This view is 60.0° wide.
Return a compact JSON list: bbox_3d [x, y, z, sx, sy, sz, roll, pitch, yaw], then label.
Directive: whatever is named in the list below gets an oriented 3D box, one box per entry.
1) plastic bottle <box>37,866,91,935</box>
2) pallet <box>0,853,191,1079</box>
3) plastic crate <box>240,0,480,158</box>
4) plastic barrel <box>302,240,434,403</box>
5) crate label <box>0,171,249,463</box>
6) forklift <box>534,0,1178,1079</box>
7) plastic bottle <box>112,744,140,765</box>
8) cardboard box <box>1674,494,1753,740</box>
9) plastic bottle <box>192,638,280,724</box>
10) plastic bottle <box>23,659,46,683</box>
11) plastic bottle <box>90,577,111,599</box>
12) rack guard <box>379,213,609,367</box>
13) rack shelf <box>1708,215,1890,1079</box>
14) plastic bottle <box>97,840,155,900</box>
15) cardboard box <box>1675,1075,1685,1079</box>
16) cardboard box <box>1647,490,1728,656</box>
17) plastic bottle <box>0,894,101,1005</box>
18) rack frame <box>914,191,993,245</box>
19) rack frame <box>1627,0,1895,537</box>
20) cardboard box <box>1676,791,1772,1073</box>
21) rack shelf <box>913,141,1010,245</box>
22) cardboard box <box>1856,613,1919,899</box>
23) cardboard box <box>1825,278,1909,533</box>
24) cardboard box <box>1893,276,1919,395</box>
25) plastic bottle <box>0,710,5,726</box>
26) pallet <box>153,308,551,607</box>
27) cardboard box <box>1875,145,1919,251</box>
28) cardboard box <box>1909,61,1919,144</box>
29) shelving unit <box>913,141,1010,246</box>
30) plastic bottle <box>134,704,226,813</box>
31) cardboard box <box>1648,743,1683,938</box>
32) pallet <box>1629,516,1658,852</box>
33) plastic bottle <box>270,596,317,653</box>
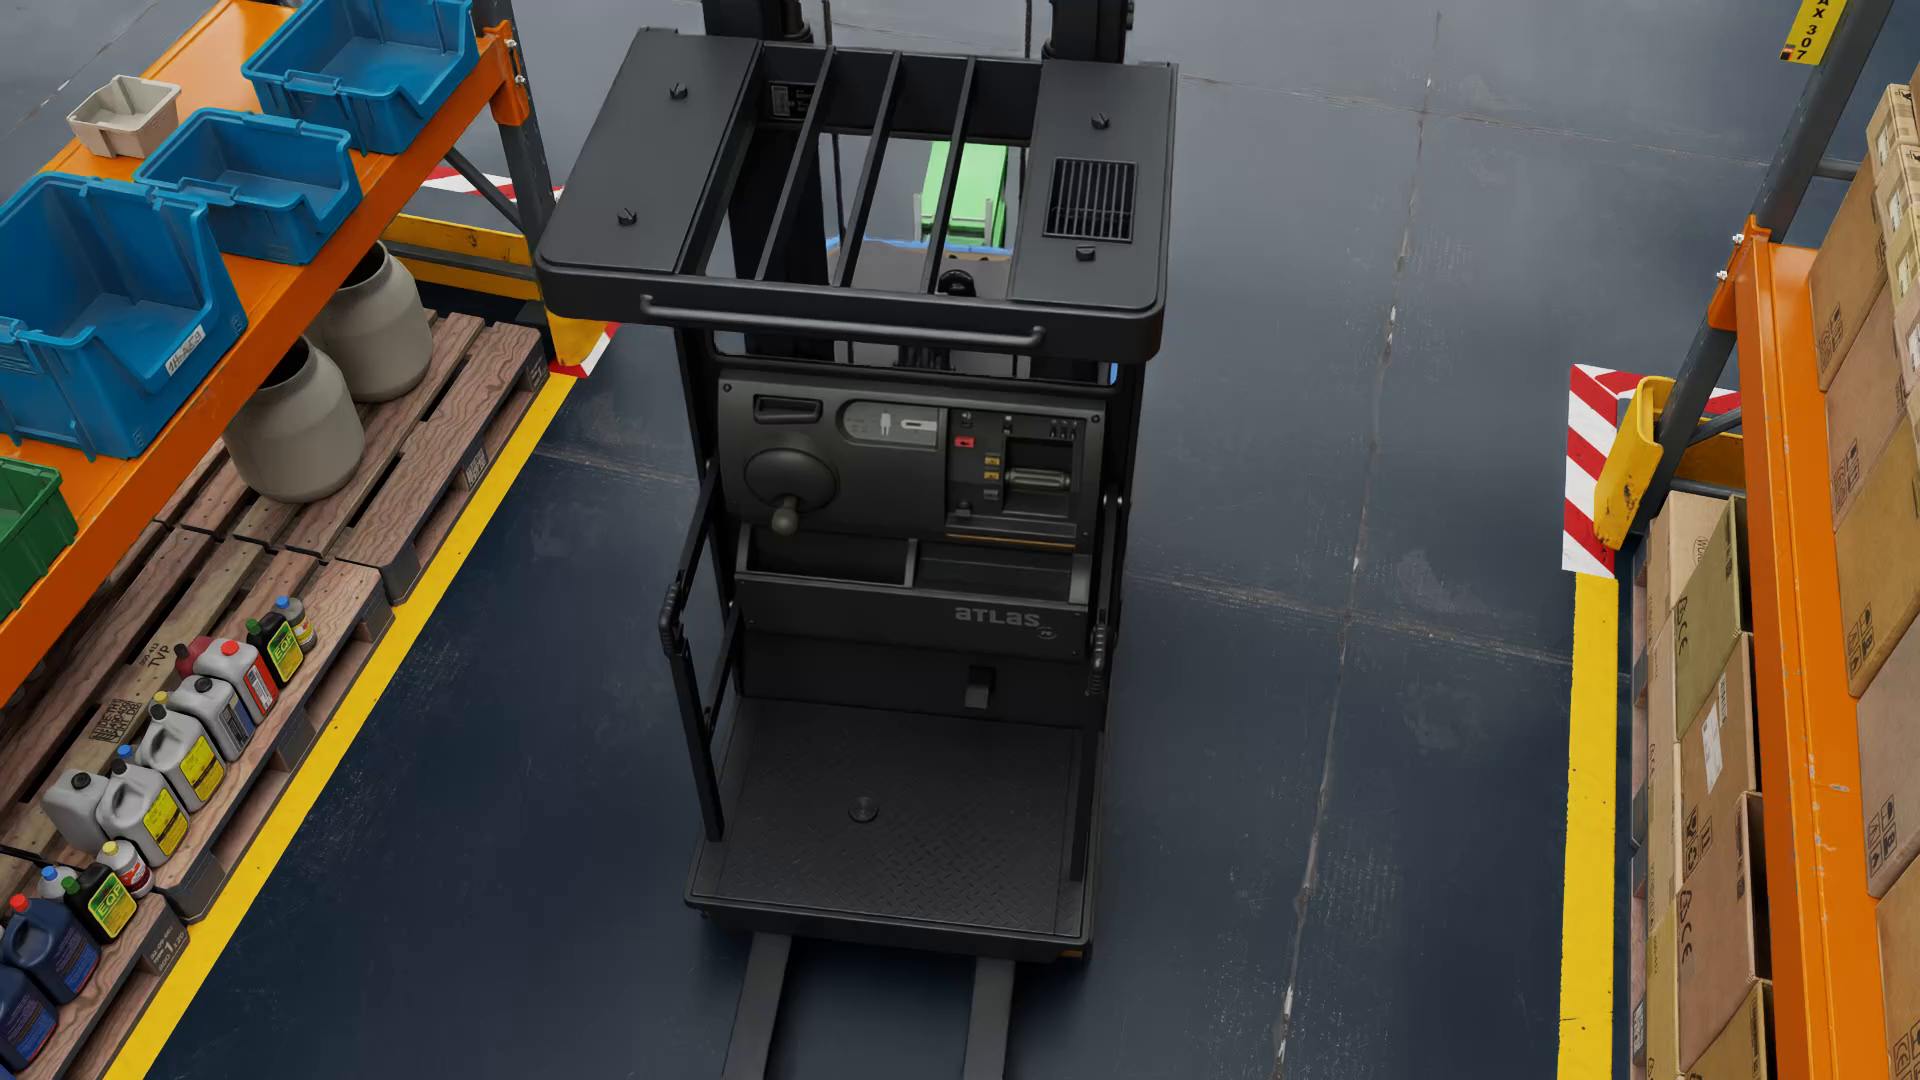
[{"bbox_3d":[-2.378,0.953,4.435,0.097,0.271,0.097,0,49,0],"label":"plastic bottle"},{"bbox_3d":[-2.826,1.393,4.380,1.003,0.211,1.213,12,50,10],"label":"pallet"},{"bbox_3d":[-1.833,-1.475,5.151,0.499,0.251,0.616,12,50,10],"label":"plastic crate"},{"bbox_3d":[-2.089,-0.770,5.808,0.421,0.512,0.421,0,49,0],"label":"plastic barrel"},{"bbox_3d":[-2.213,-0.573,4.231,0.502,0.435,0.616,12,50,10],"label":"crate label"},{"bbox_3d":[-0.145,-0.078,3.864,1.130,2.935,3.031,5,49,5],"label":"forklift"},{"bbox_3d":[-2.347,0.655,4.744,0.097,0.201,0.097,0,49,0],"label":"plastic bottle"},{"bbox_3d":[2.302,0.263,4.571,0.500,0.500,0.500,12,50,10],"label":"cardboard box"},{"bbox_3d":[-2.143,0.402,4.918,0.152,0.276,0.135,12,50,10],"label":"plastic bottle"},{"bbox_3d":[-2.858,0.309,5.003,0.097,0.271,0.097,0,49,0],"label":"plastic bottle"},{"bbox_3d":[-2.768,0.061,5.221,0.097,0.271,0.097,0,49,0],"label":"plastic bottle"},{"bbox_3d":[-1.964,-1.054,6.347,1.175,0.500,0.348,12,50,10],"label":"rack guard"},{"bbox_3d":[2.261,0.719,3.594,1.077,0.370,4.000,12,50,10],"label":"rack shelf"},{"bbox_3d":[-2.283,0.889,4.537,0.097,0.201,0.097,0,49,0],"label":"plastic bottle"},{"bbox_3d":[1.905,1.596,3.895,0.500,0.250,0.500,12,50,10],"label":"cardboard box"},{"bbox_3d":[2.432,0.149,5.171,0.500,0.250,0.500,12,50,10],"label":"cardboard box"},{"bbox_3d":[-2.380,1.040,4.305,0.144,0.351,0.185,10,49,8],"label":"plastic bottle"},{"bbox_3d":[-0.020,-0.654,5.527,0.240,1.200,0.015,5,49,5],"label":"rack frame"},{"bbox_3d":[2.788,-0.966,4.601,1.000,3.000,0.127,12,50,10],"label":"rack frame"},{"bbox_3d":[2.035,0.986,3.933,0.500,0.500,0.500,12,50,10],"label":"cardboard box"},{"bbox_3d":[0.009,-1.111,5.375,0.258,0.148,0.480,5,49,5],"label":"rack shelf"},{"bbox_3d":[2.248,0.457,3.279,0.700,0.500,0.500,13,50,11],"label":"cardboard box"},{"bbox_3d":[2.519,-0.283,3.932,0.700,0.500,0.500,13,50,11],"label":"cardboard box"},{"bbox_3d":[2.274,-0.418,3.619,0.380,0.149,0.250,11,49,9],"label":"cardboard box"},{"bbox_3d":[-2.910,0.477,4.902,0.097,0.201,0.097,0,49,0],"label":"plastic bottle"},{"bbox_3d":[-2.183,-0.372,5.938,1.003,0.211,1.213,12,50,10],"label":"pallet"},{"bbox_3d":[2.410,-0.780,3.939,0.380,0.149,0.250,10,49,9],"label":"cardboard box"},{"bbox_3d":[2.639,-1.054,3.748,0.700,0.500,0.500,12,50,10],"label":"cardboard box"},{"bbox_3d":[0.009,-0.836,5.687,0.258,1.200,0.503,5,49,5],"label":"shelving unit"},{"bbox_3d":[-2.219,0.598,4.695,0.144,0.351,0.185,13,50,12],"label":"plastic bottle"},{"bbox_3d":[2.172,0.873,4.532,0.500,0.250,0.500,12,50,10],"label":"cardboard box"},{"bbox_3d":[2.627,0.519,5.151,1.003,0.211,1.213,12,50,10],"label":"pallet"},{"bbox_3d":[-2.050,0.250,5.102,0.097,0.201,0.097,0,49,0],"label":"plastic bottle"}]
